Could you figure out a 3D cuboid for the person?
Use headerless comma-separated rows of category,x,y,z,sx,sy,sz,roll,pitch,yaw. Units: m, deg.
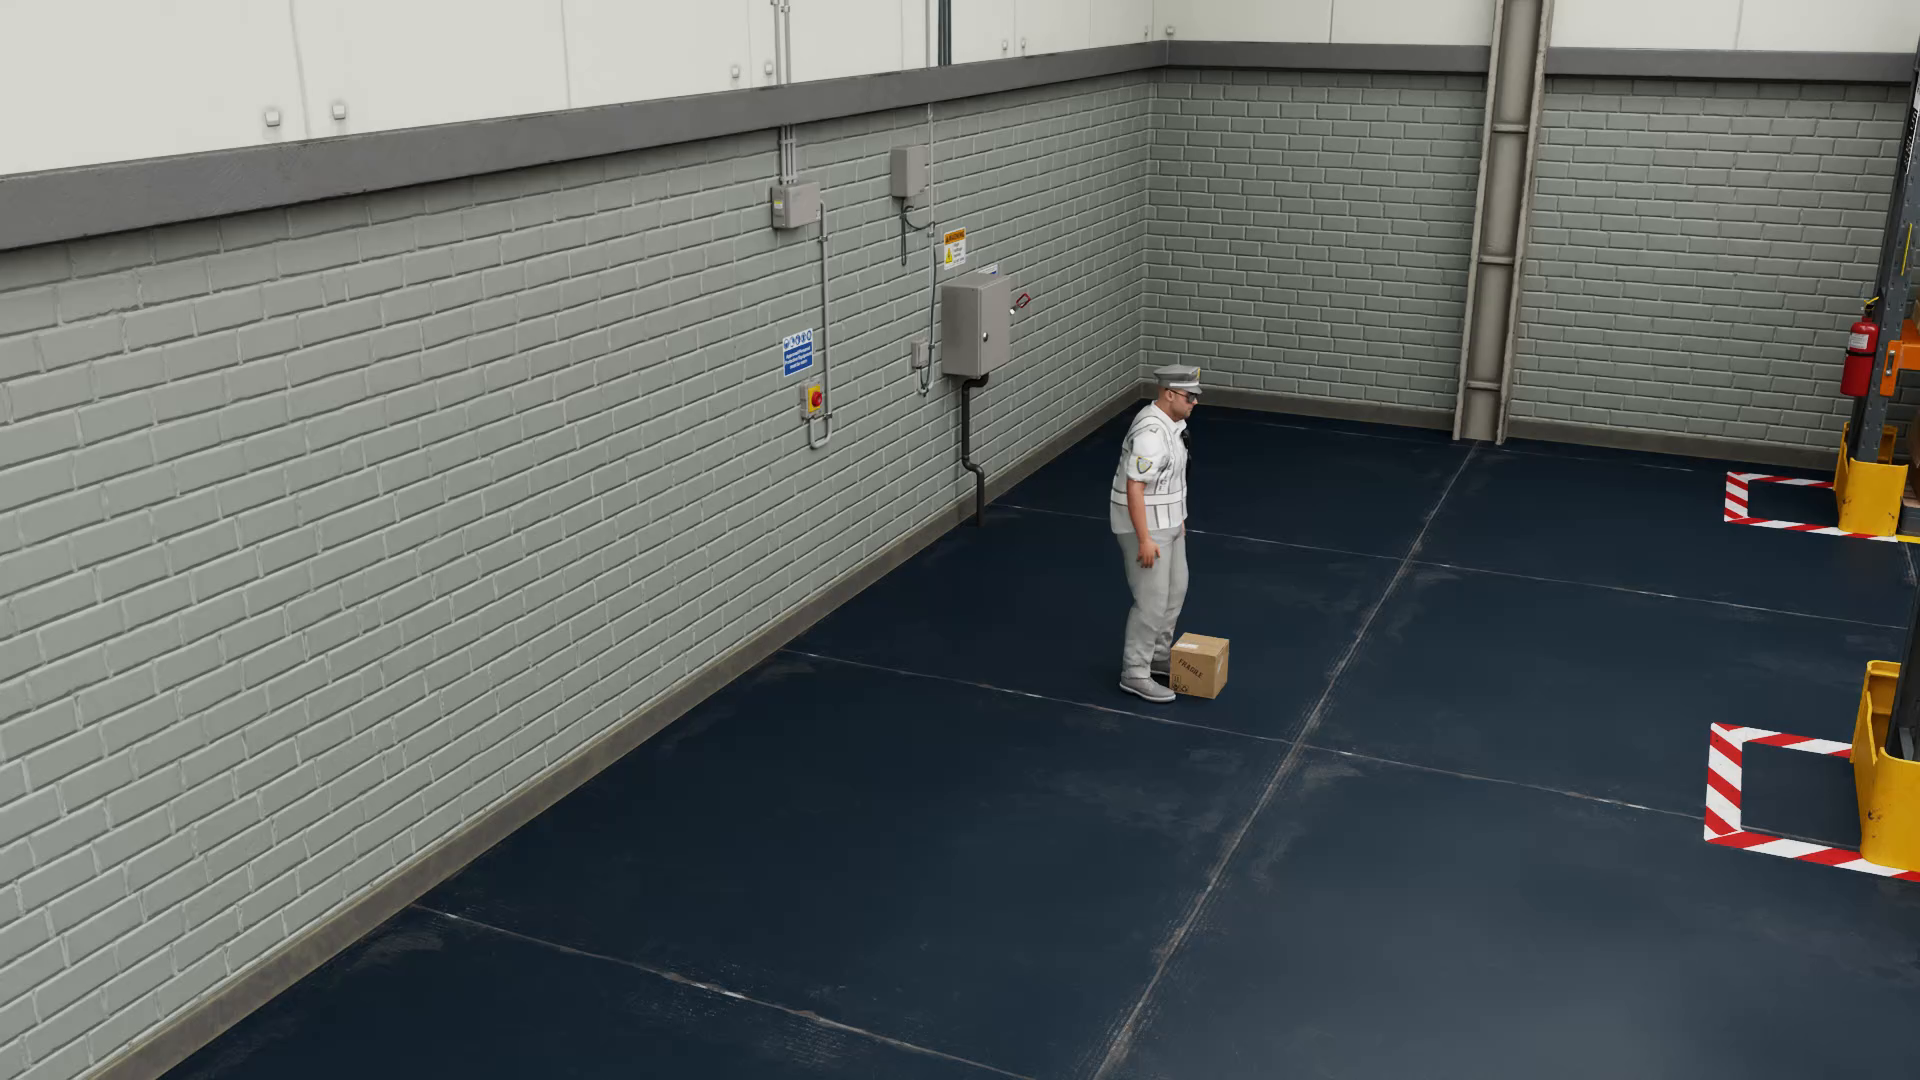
person,1.039,-0.068,8.750,0.472,1.747,0.585,8,21,23
